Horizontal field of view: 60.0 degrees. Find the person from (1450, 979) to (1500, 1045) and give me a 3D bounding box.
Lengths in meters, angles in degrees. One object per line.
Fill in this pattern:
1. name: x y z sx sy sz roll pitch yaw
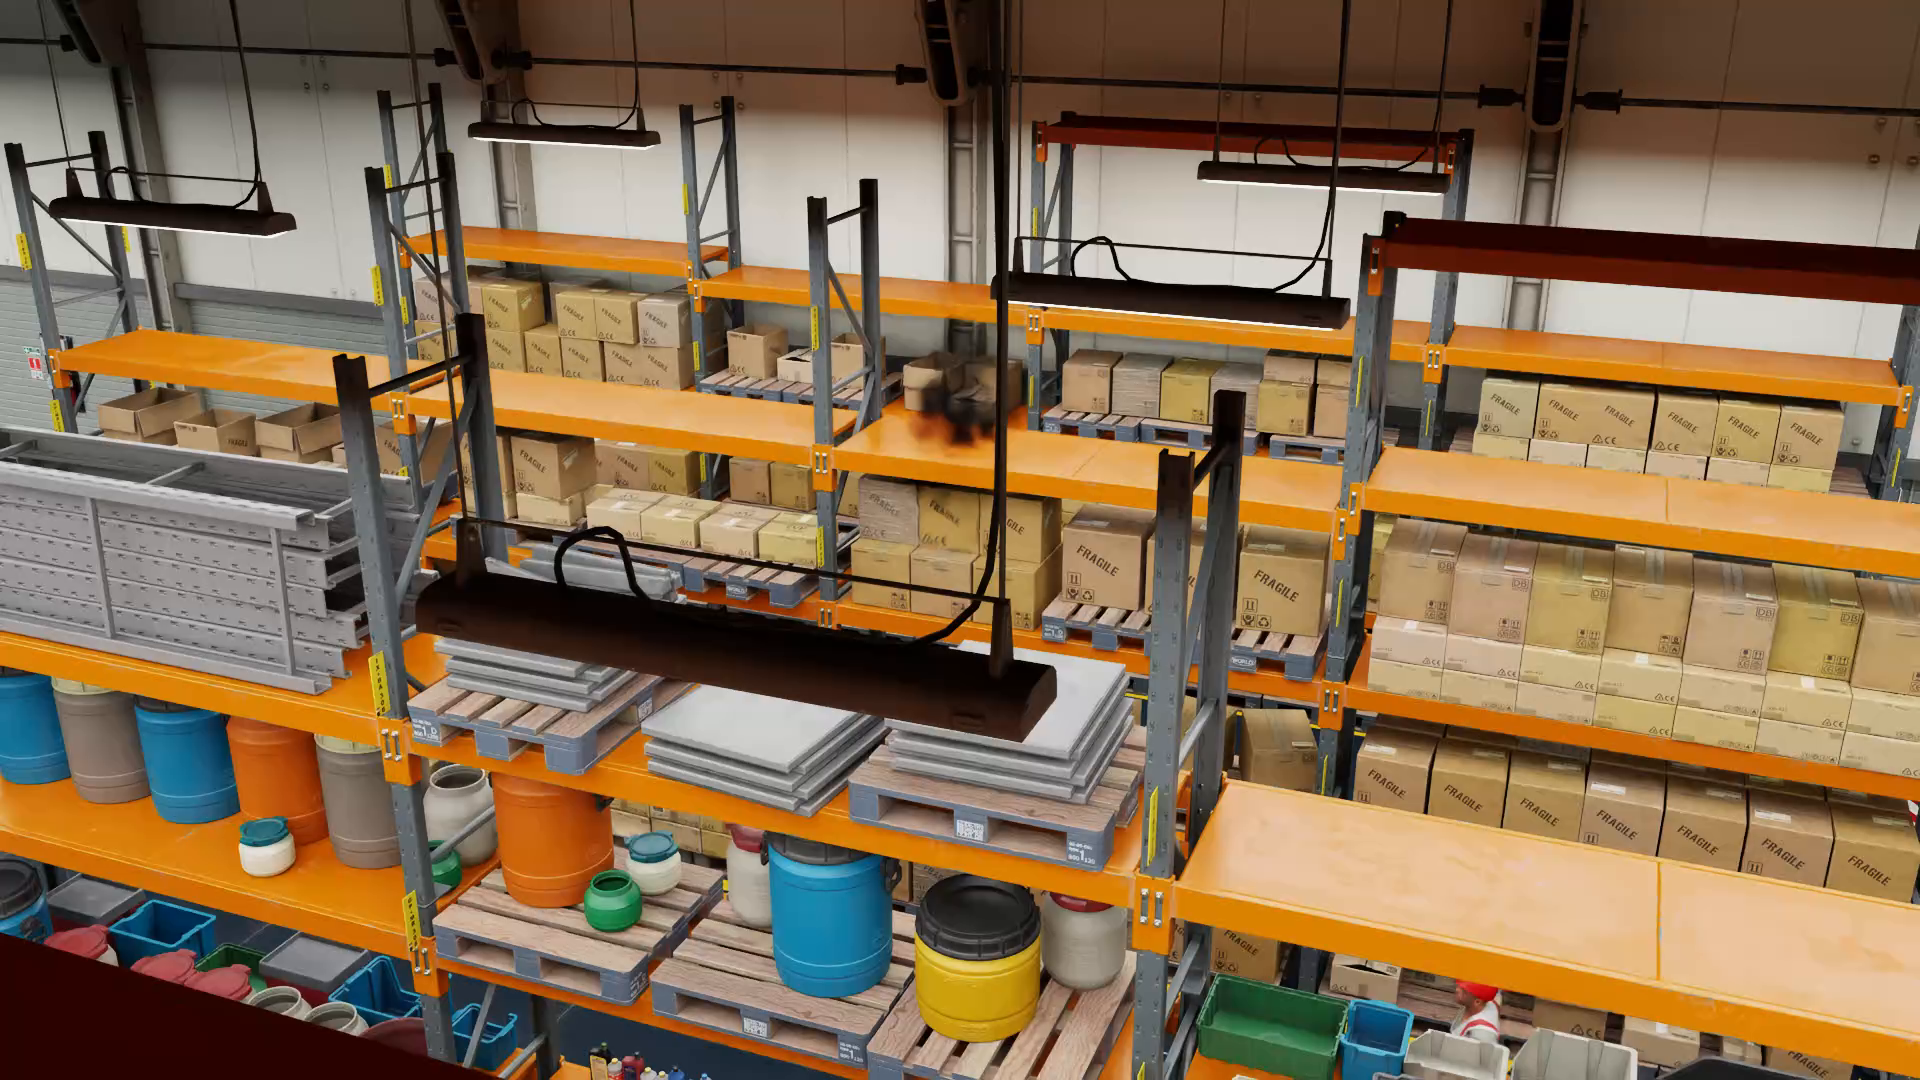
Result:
1. person: 3.353 3.525 10.726 0.635 1.732 0.646 5 21 14
